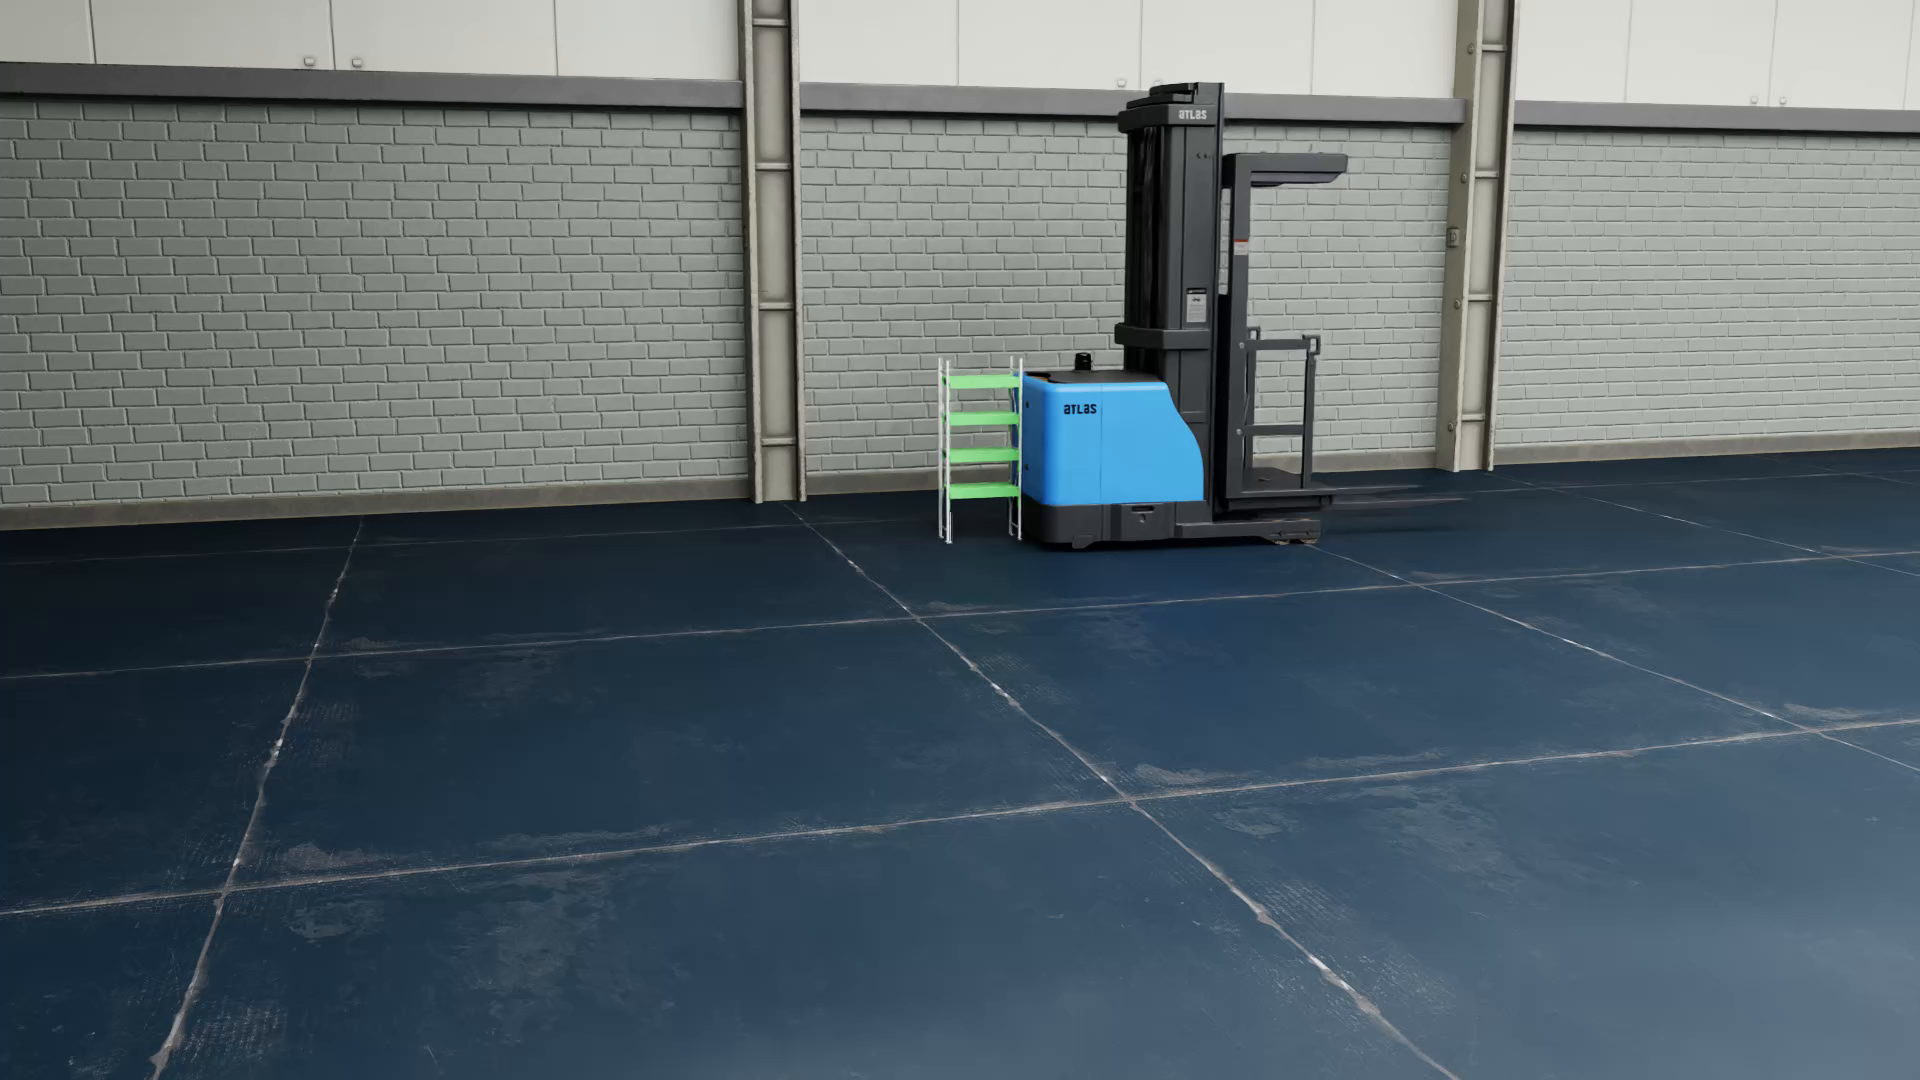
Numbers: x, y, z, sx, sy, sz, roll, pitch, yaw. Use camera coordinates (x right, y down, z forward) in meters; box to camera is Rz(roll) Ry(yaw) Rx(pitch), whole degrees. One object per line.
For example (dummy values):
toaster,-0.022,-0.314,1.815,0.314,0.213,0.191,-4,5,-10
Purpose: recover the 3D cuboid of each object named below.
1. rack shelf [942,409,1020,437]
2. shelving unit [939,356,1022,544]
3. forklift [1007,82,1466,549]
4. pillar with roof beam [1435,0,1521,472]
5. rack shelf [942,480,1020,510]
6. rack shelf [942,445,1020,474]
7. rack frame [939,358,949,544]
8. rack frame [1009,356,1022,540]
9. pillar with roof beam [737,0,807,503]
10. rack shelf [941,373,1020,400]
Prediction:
rack shelf,0.131,-0.771,10.951,0.480,0.148,0.258,-3,11,-13
shelving unit,0.131,-0.598,10.982,0.503,1.200,0.258,-3,11,-13
forklift,1.896,-1.499,11.096,3.031,2.935,1.130,-2,11,-12
pillar with roof beam,5.565,-4.295,9.524,0.400,9.000,9.100,-3,11,-16
rack shelf,0.131,-0.299,11.037,0.480,0.148,0.258,-3,11,-13
rack shelf,0.131,-0.535,10.994,0.480,0.148,0.258,-3,11,-13
rack frame,-0.106,-0.588,10.926,0.015,1.200,0.240,-3,11,-13
rack frame,0.368,-0.609,11.039,0.015,1.200,0.240,-3,11,-13
pillar with roof beam,-0.196,-3.992,7.875,0.400,9.000,9.100,-3,11,-16
rack shelf,0.131,-1.008,10.907,0.480,0.148,0.258,-3,11,-13
